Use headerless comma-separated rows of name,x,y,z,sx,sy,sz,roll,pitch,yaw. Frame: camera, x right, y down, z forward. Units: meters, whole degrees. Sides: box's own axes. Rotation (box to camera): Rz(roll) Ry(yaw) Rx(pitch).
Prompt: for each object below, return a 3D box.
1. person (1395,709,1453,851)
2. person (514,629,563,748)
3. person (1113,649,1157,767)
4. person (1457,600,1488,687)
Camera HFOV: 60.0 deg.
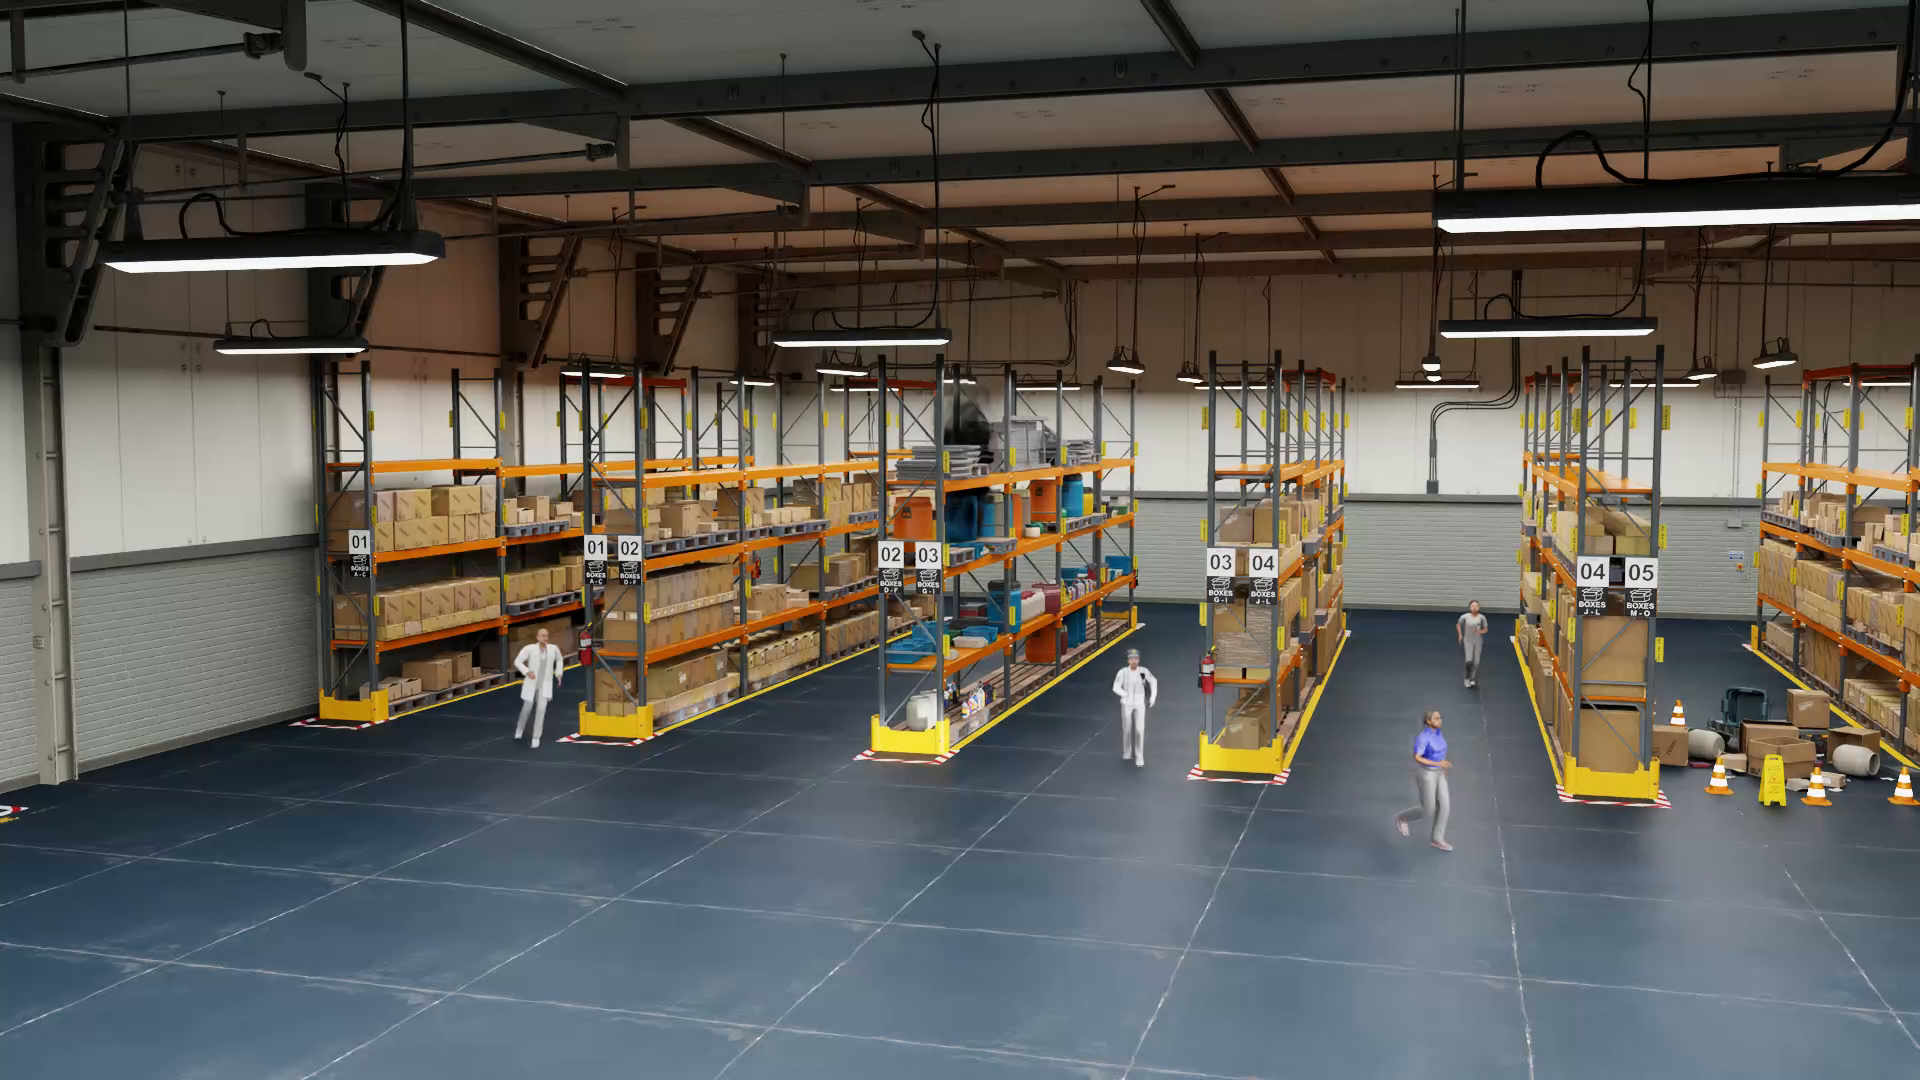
person,5.505,2.794,19.572,0.583,1.614,0.744,-4,5,-41
person,-6.531,2.266,25.859,0.763,1.772,1.021,-1,4,-20
person,2.544,2.443,24.213,0.639,1.739,0.696,0,4,5
person,9.591,1.941,31.101,0.537,1.640,0.649,1,4,9
